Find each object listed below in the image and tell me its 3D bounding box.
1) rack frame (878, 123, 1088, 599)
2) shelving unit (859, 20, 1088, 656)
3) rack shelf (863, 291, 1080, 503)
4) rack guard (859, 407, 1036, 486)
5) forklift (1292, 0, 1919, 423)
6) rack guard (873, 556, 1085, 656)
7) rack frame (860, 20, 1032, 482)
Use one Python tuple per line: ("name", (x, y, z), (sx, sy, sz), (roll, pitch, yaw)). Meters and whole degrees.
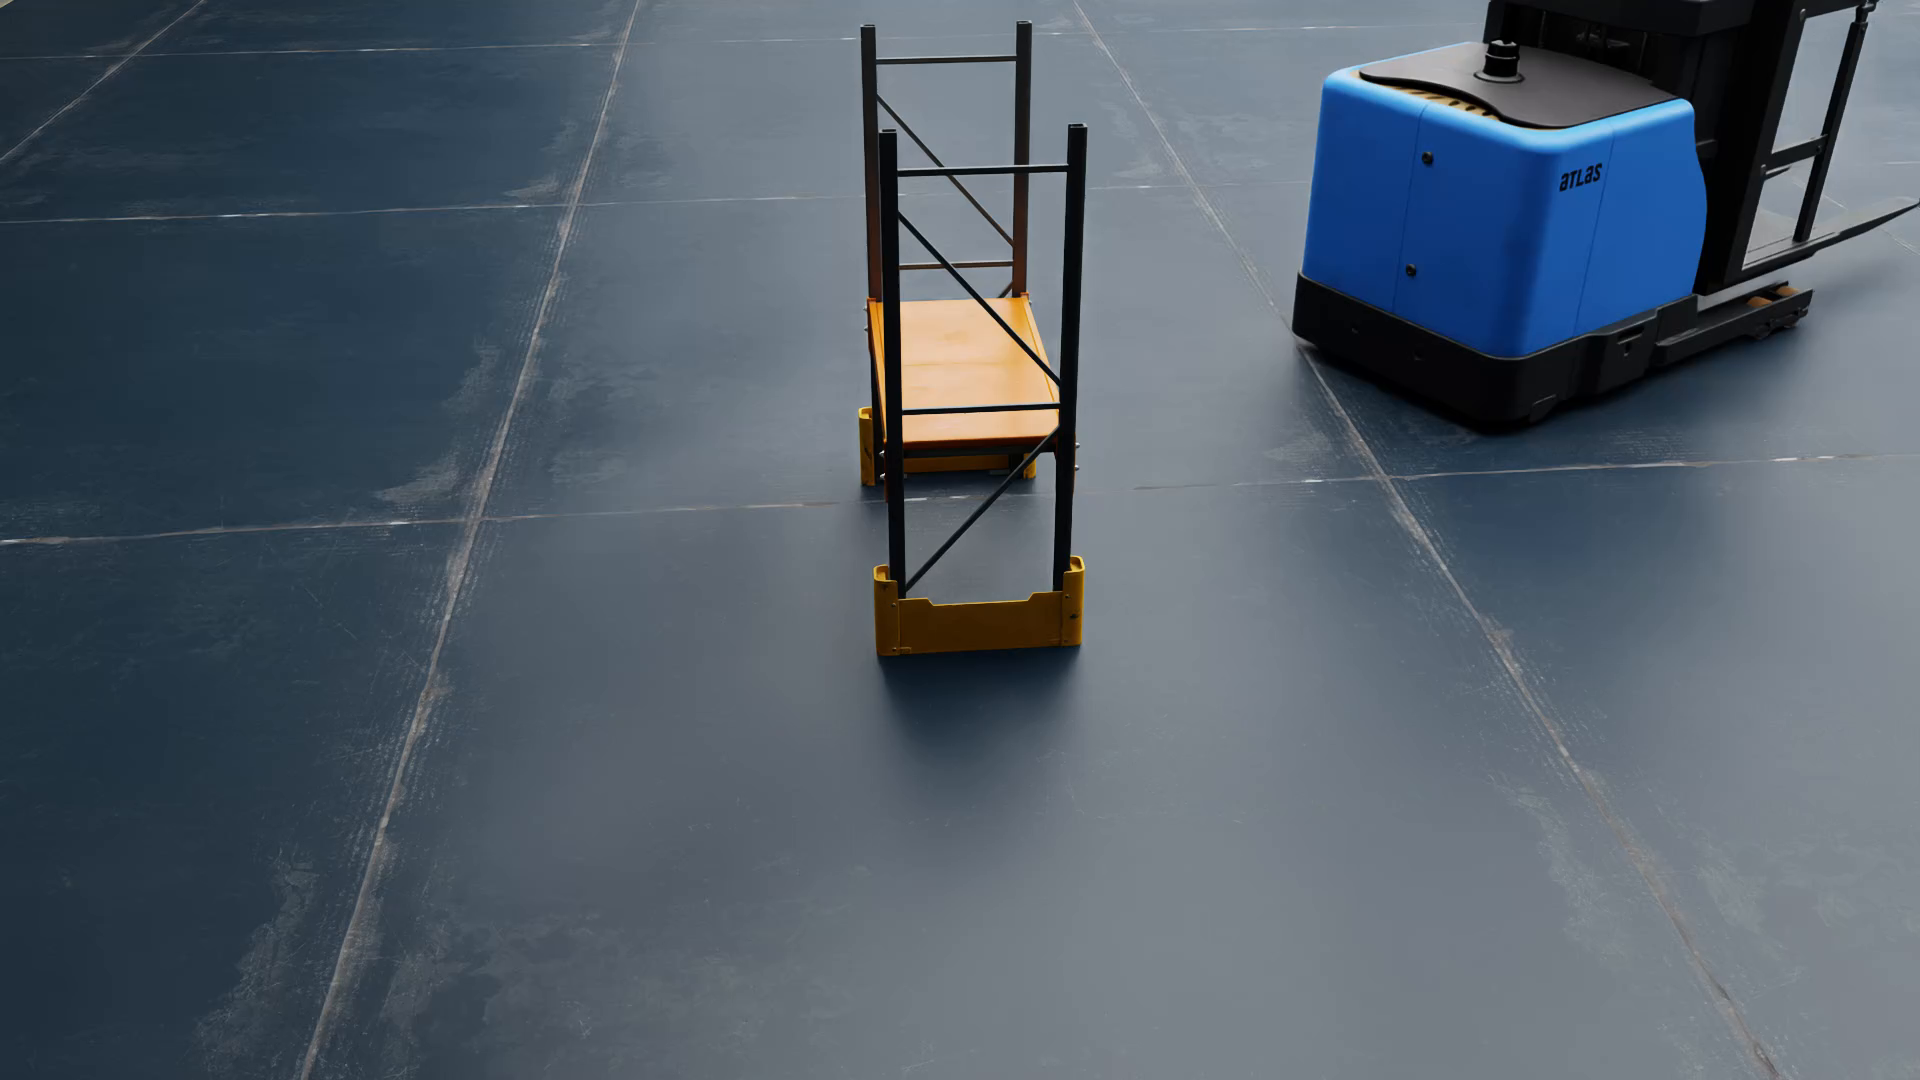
("rack frame", (0.055, -0.341, 4.358), (0.500, 1.500, 0.032), (-3, 31, -5))
("shelving unit", (0.007, -0.605, 4.800), (0.587, 1.500, 1.083), (-3, 31, -5))
("rack shelf", (0.008, -0.446, 4.885), (0.538, 0.185, 1.000), (-3, 31, -5))
("rack guard", (-0.039, -0.323, 5.546), (0.587, 0.250, 0.087), (-3, 31, -5))
("forklift", (2.791, -2.251, 6.161), (3.031, 2.935, 1.130), (-20, 36, -30))
("rack guard", (0.054, 0.186, 4.695), (0.587, 0.250, 0.087), (-3, 31, -5))
("rack frame", (-0.040, -0.860, 5.227), (0.500, 1.500, 0.032), (-3, 31, -5))
